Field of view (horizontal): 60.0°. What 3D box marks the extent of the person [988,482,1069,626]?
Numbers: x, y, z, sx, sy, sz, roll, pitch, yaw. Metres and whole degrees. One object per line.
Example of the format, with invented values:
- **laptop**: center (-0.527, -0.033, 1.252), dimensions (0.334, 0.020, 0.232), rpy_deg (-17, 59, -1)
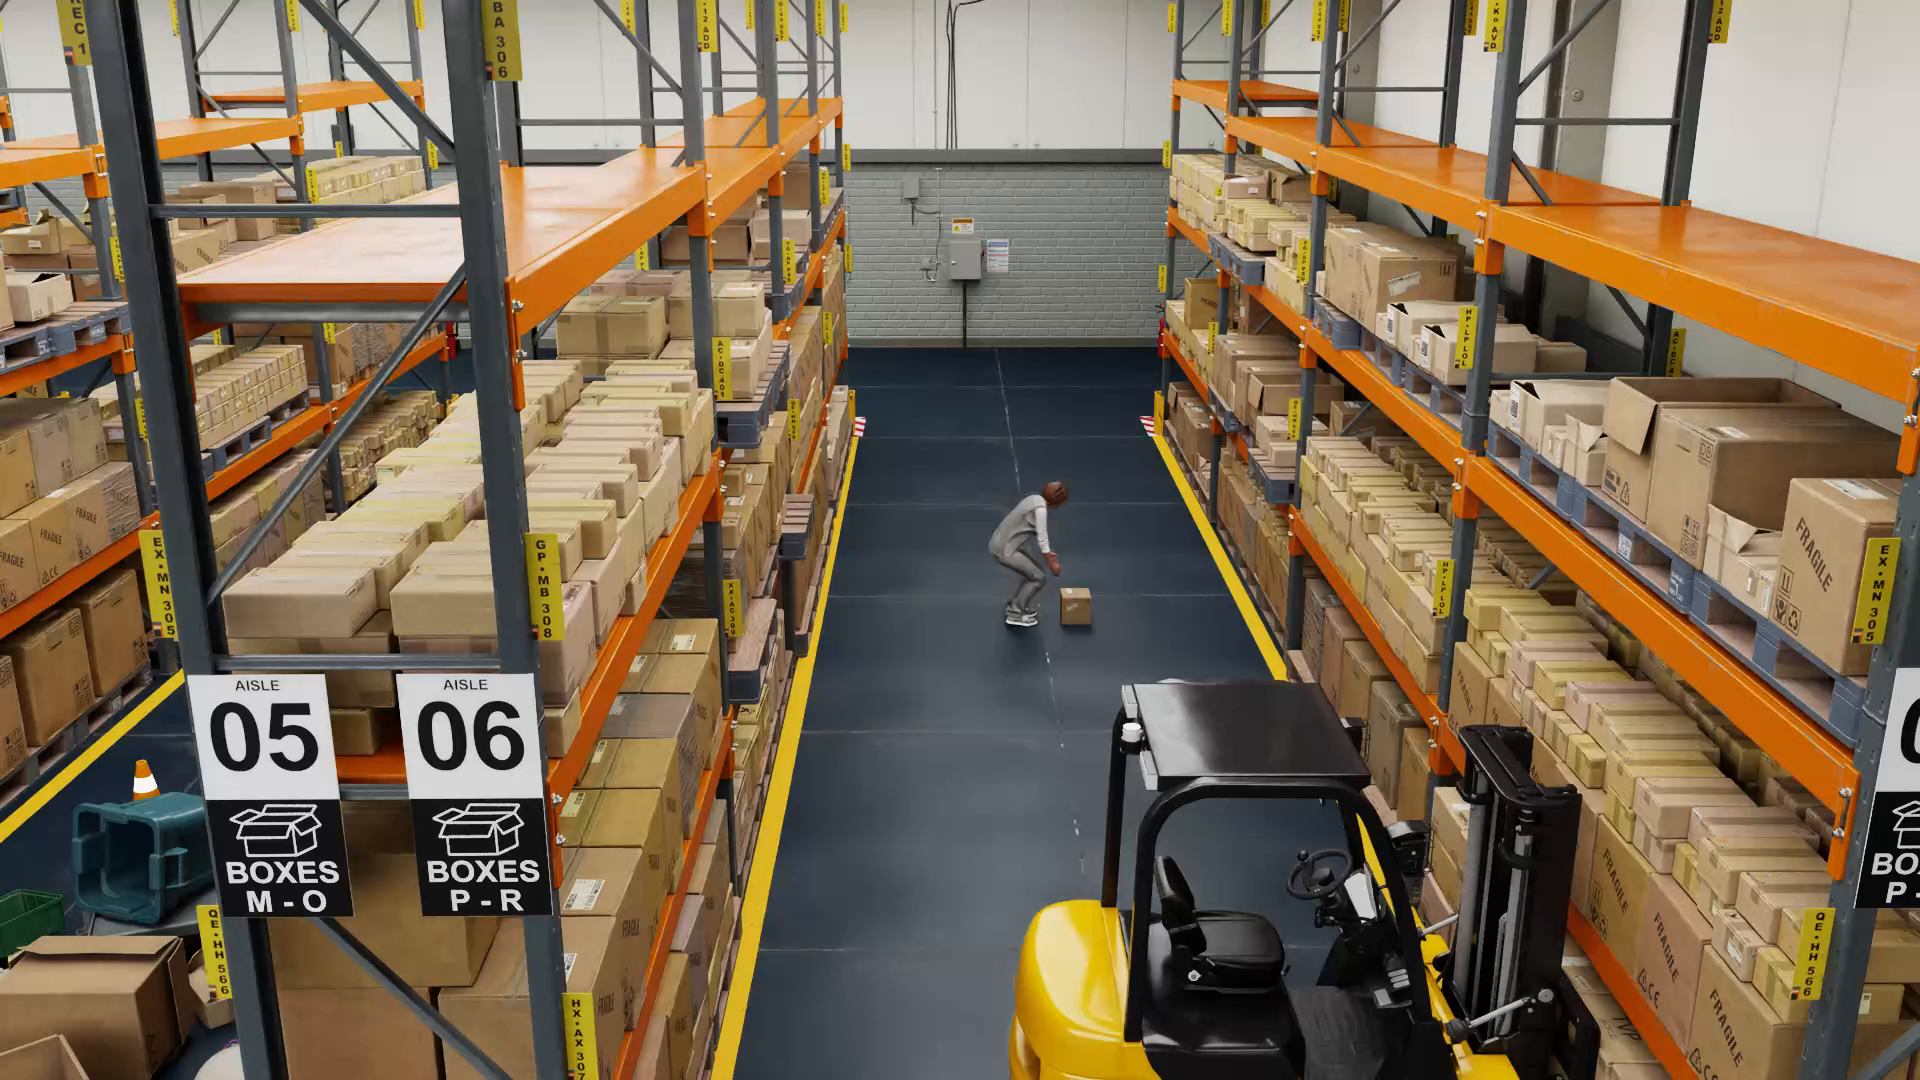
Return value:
- **person**: center (0.585, 0.106, 14.341), dimensions (0.688, 1.228, 0.462), rpy_deg (0, 17, -1)
